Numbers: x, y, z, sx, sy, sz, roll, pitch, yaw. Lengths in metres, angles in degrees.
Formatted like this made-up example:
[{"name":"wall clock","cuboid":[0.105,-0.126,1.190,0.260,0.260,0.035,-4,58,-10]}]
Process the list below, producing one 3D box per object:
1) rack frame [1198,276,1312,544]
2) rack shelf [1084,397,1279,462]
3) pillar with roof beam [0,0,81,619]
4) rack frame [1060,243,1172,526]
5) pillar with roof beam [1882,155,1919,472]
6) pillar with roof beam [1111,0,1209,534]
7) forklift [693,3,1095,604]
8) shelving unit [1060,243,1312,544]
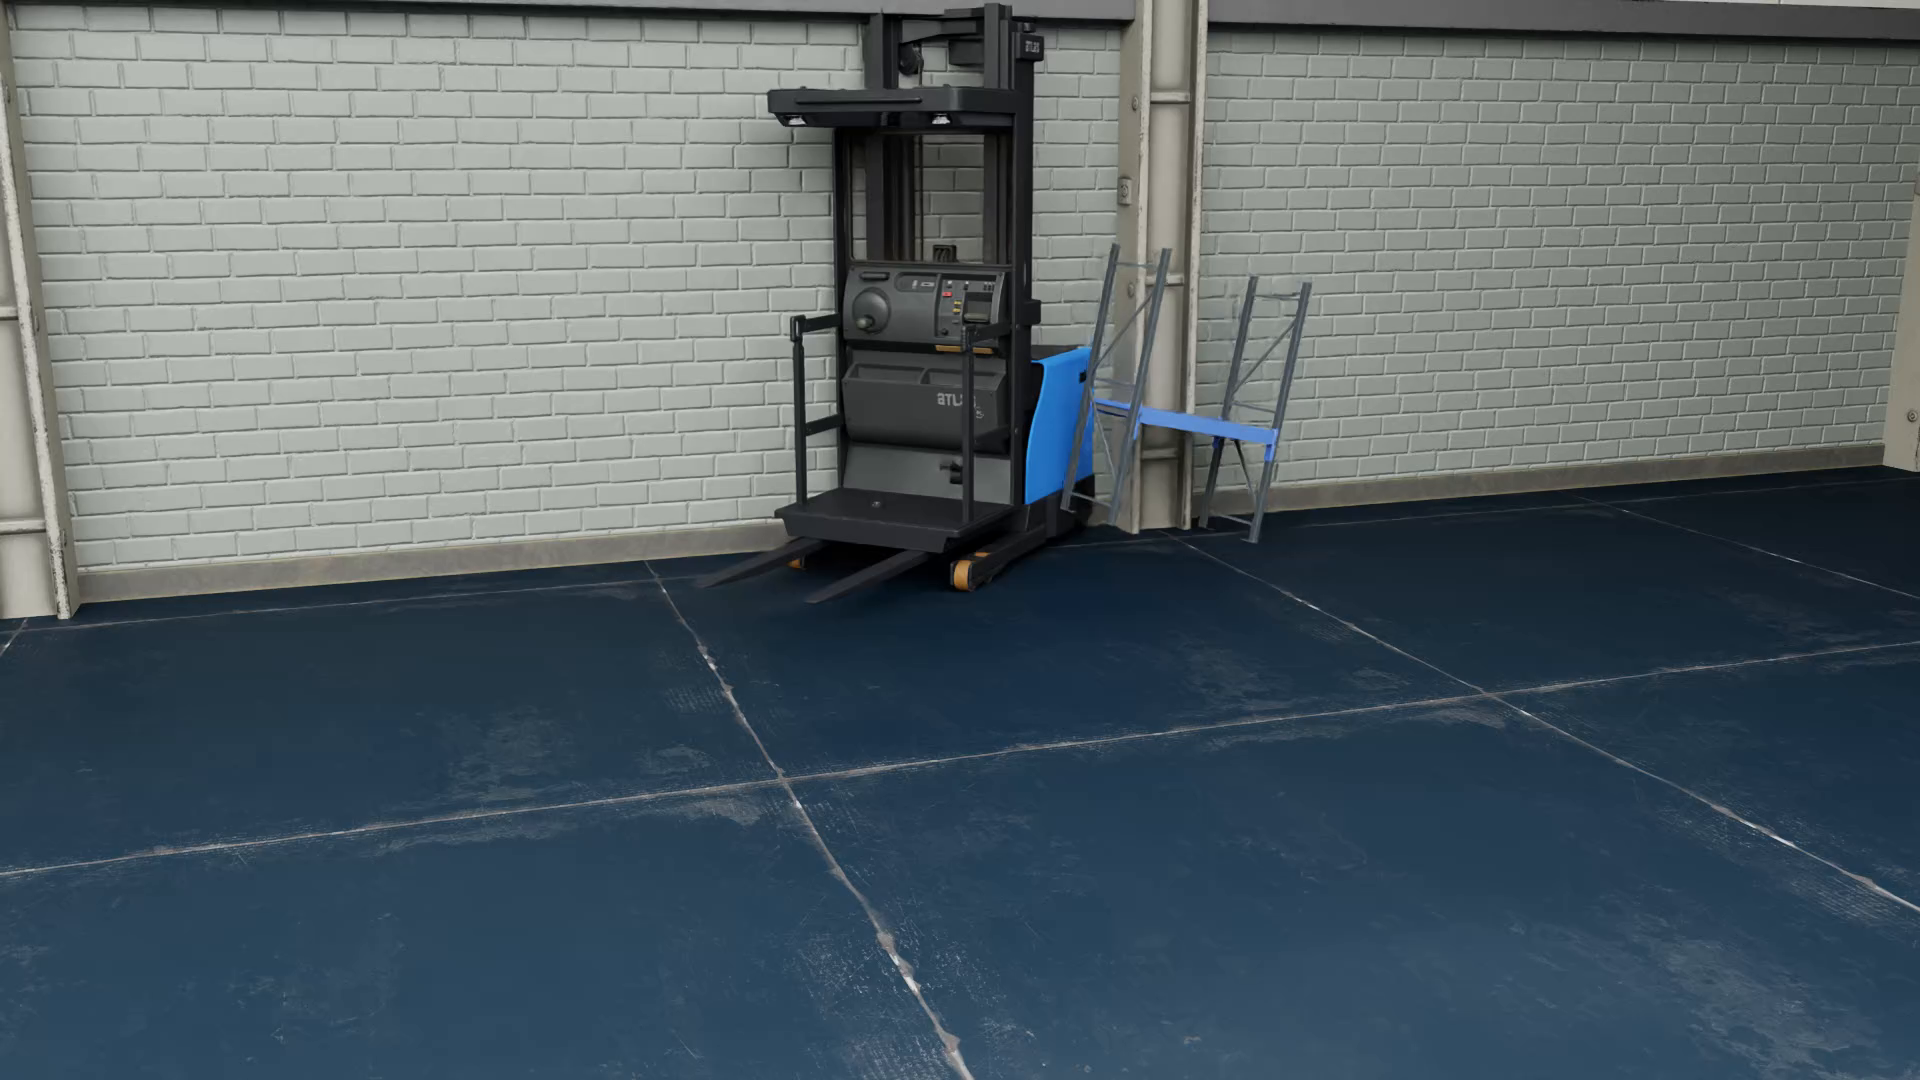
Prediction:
[{"name":"rack frame","cuboid":[1.697,-0.760,9.613,0.032,1.500,0.500,6,8,-32]},{"name":"rack shelf","cuboid":[1.236,-0.633,9.364,1.000,0.185,0.538,6,8,-32]},{"name":"pillar with roof beam","cuboid":[-3.170,-3.075,3.123,0.400,9.000,9.100,-4,14,-18]},{"name":"rack frame","cuboid":[0.841,-0.856,9.072,0.032,1.500,0.500,6,8,-32]},{"name":"pillar with roof beam","cuboid":[8.204,-3.960,6.847,0.400,9.000,9.100,-4,14,-18]},{"name":"pillar with roof beam","cuboid":[2.517,-3.518,4.985,0.400,9.000,9.100,-4,14,-18]},{"name":"forklift","cuboid":[-0.288,-1.275,8.669,1.130,2.935,3.031,6,15,25]},{"name":"shelving unit","cuboid":[1.269,-0.808,9.342,1.048,1.500,0.538,6,8,-32]}]
